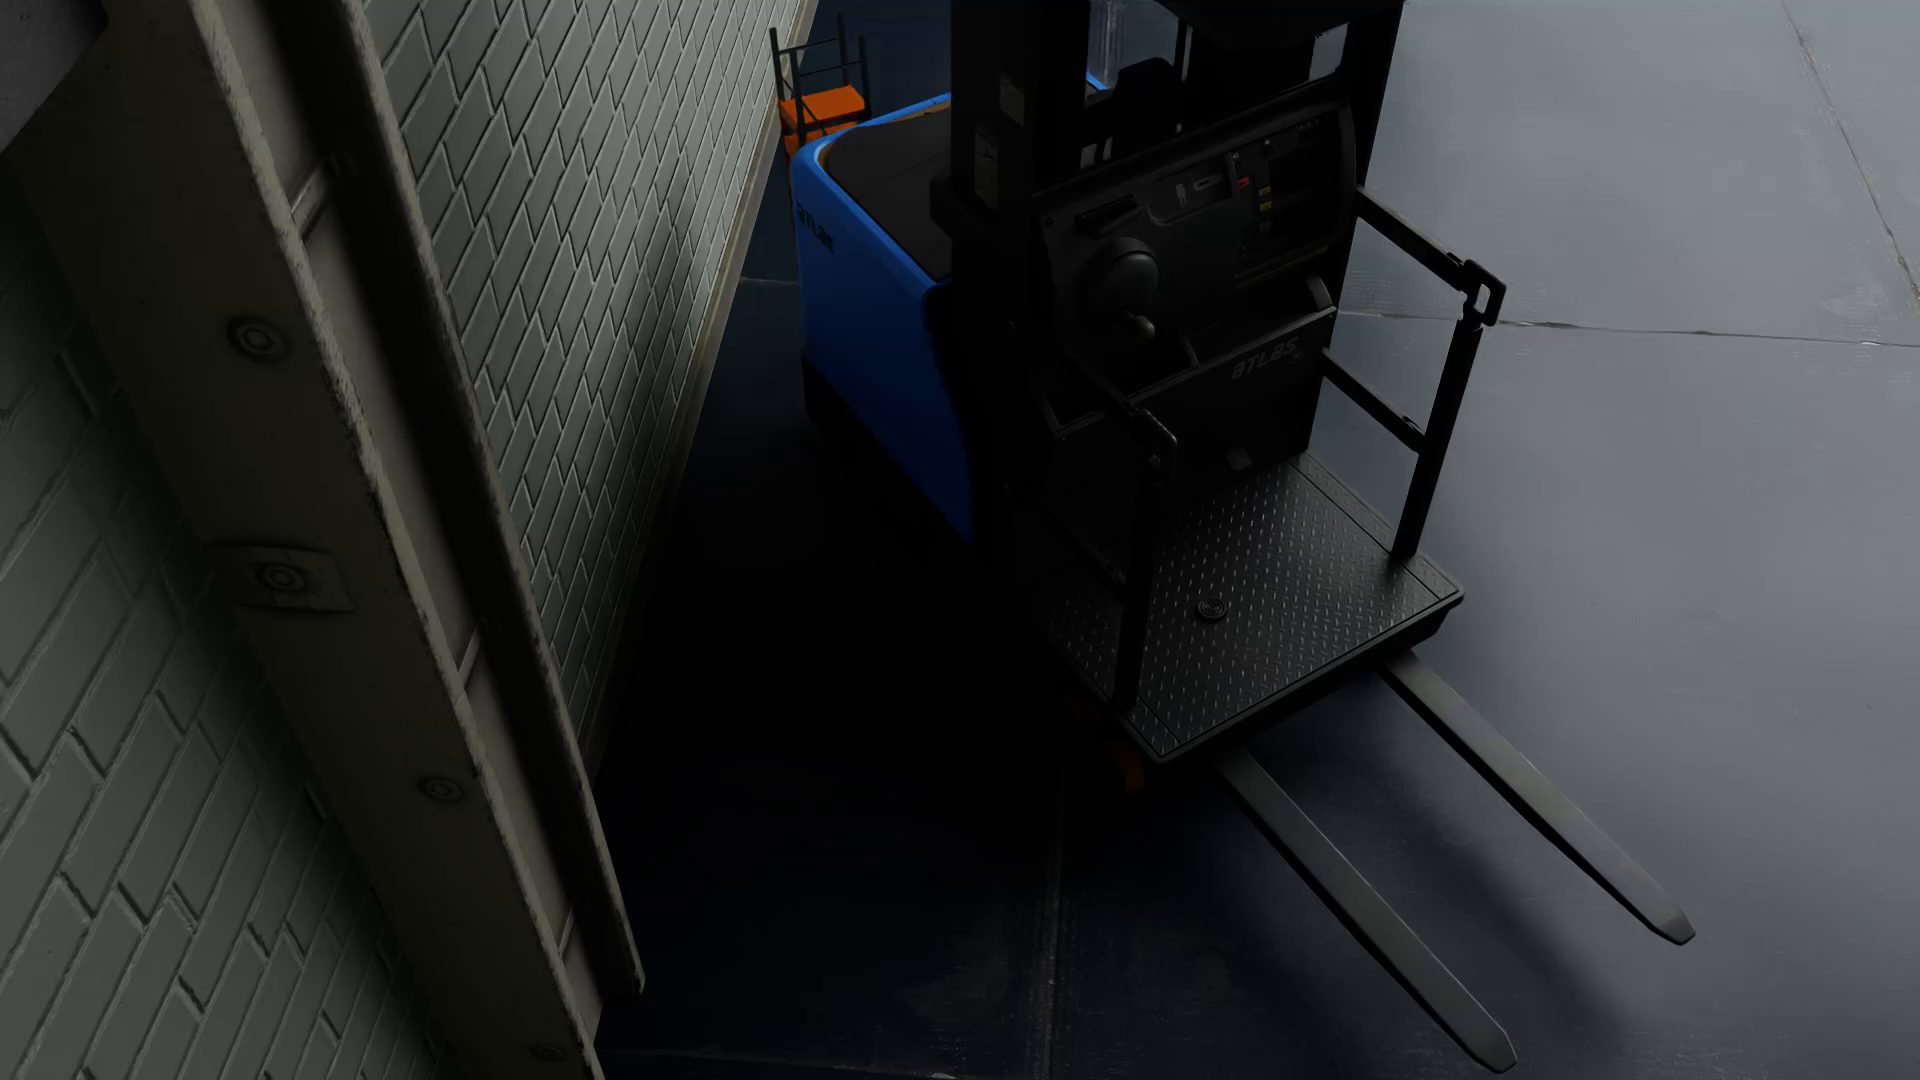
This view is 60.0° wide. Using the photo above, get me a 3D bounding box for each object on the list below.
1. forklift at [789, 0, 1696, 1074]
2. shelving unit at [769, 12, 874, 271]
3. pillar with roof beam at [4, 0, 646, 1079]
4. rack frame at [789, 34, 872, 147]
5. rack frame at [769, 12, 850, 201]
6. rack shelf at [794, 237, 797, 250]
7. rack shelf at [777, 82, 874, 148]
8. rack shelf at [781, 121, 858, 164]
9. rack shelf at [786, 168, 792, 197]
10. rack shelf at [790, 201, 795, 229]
[{"bbox_3d":[0.704,-0.682,3.888,1.130,2.935,3.031,-25,52,-21],"label":"forklift"},{"bbox_3d":[-0.405,-1.088,5.422,0.258,1.200,0.189,-18,44,-16],"label":"shelving unit"},{"bbox_3d":[3.316,-1.504,0.527,9.100,9.000,0.400,4,48,4],"label":"pillar with roof beam"},{"bbox_3d":[-0.368,-1.034,5.358,0.240,1.200,0.006,-18,44,-16],"label":"rack frame"},{"bbox_3d":[-0.442,-1.142,5.485,0.240,1.200,0.006,-18,44,-16],"label":"rack frame"},{"bbox_3d":[-0.397,-0.965,5.531,0.258,0.103,0.180,-18,44,-16],"label":"rack shelf"},{"bbox_3d":[-0.420,-1.323,5.212,0.258,0.103,0.180,-18,44,-16],"label":"rack shelf"},{"bbox_3d":[-0.414,-1.234,5.292,0.258,0.103,0.180,-18,44,-16],"label":"rack shelf"},{"bbox_3d":[-0.408,-1.144,5.372,0.258,0.103,0.180,-18,44,-16],"label":"rack shelf"},{"bbox_3d":[-0.403,-1.055,5.451,0.258,0.103,0.180,-18,44,-16],"label":"rack shelf"}]
